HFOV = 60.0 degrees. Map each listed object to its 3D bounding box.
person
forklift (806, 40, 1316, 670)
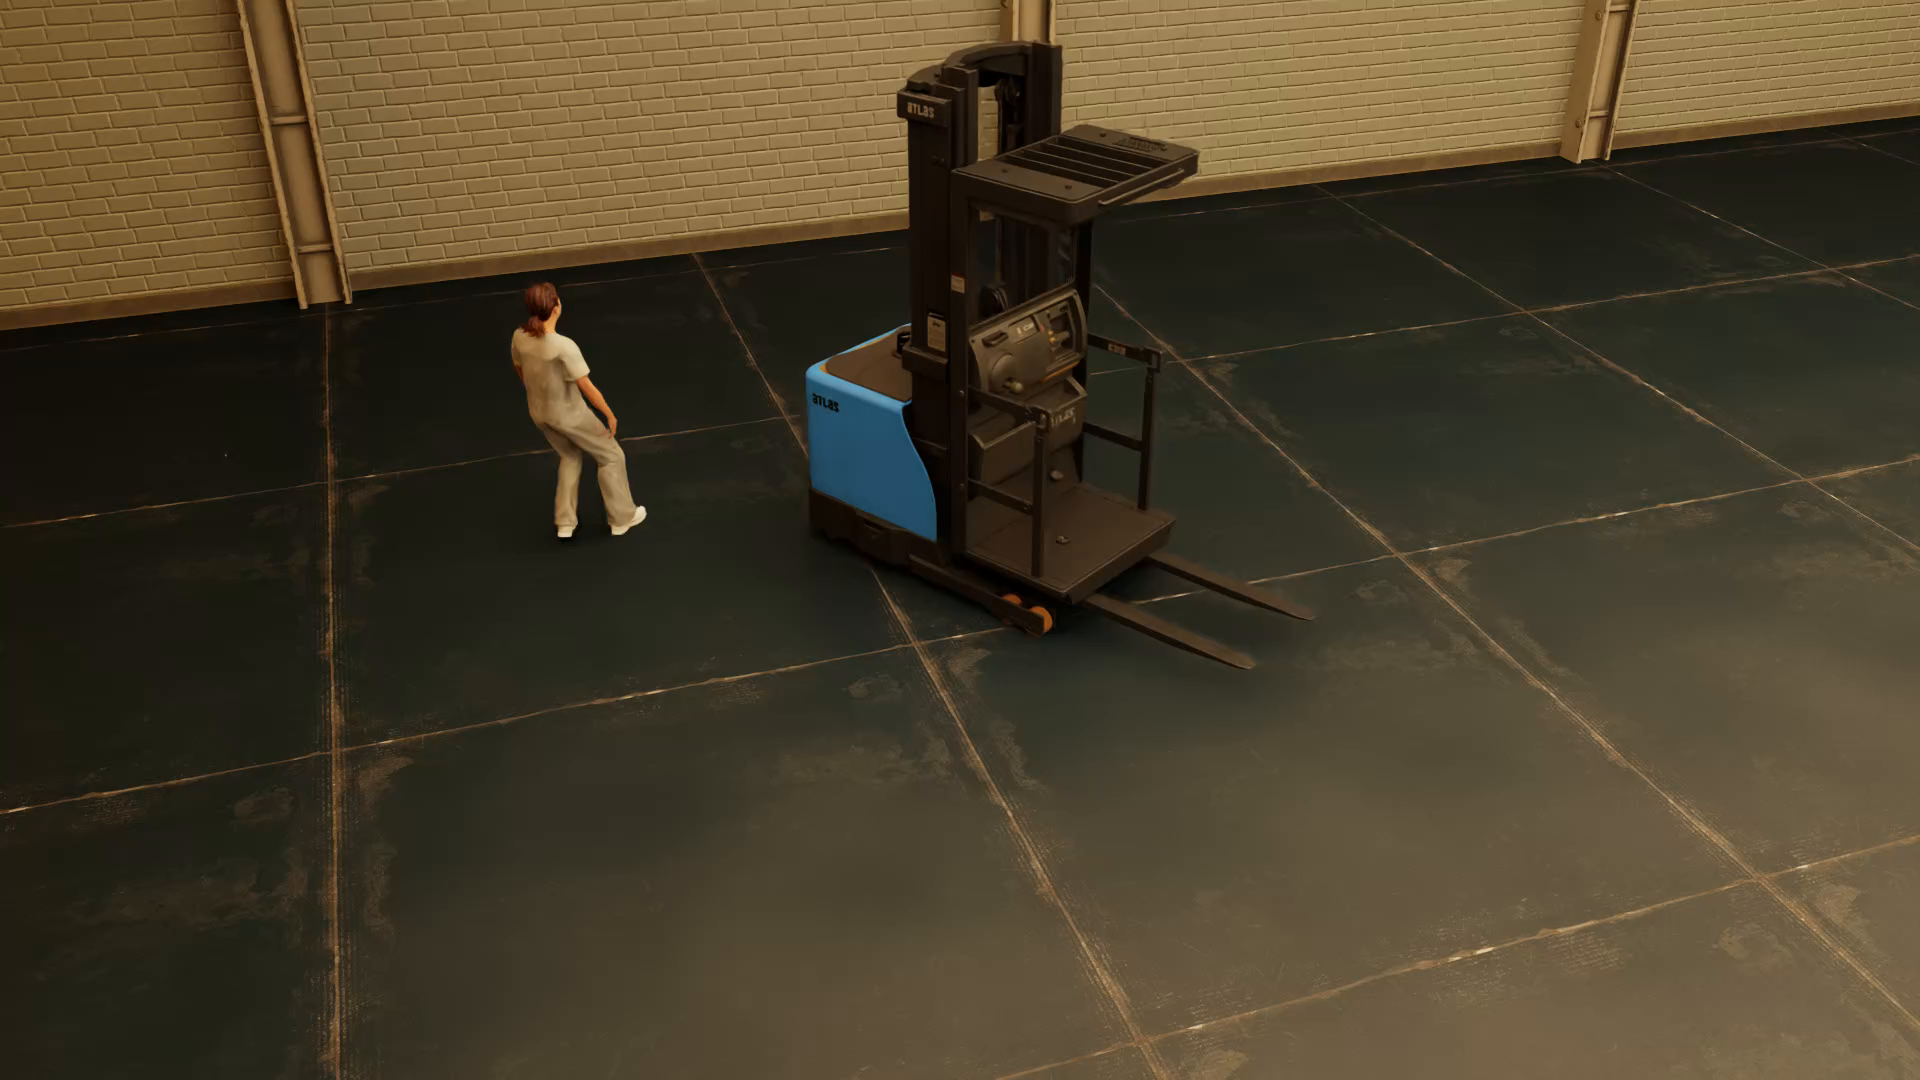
[{"bbox_3d":[-2.244,-0.773,9.743,0.600,1.635,0.613,16,34,26],"label":"person"},{"bbox_3d":[0.537,-1.038,8.891,3.031,2.935,1.130,23,37,34],"label":"forklift"}]
